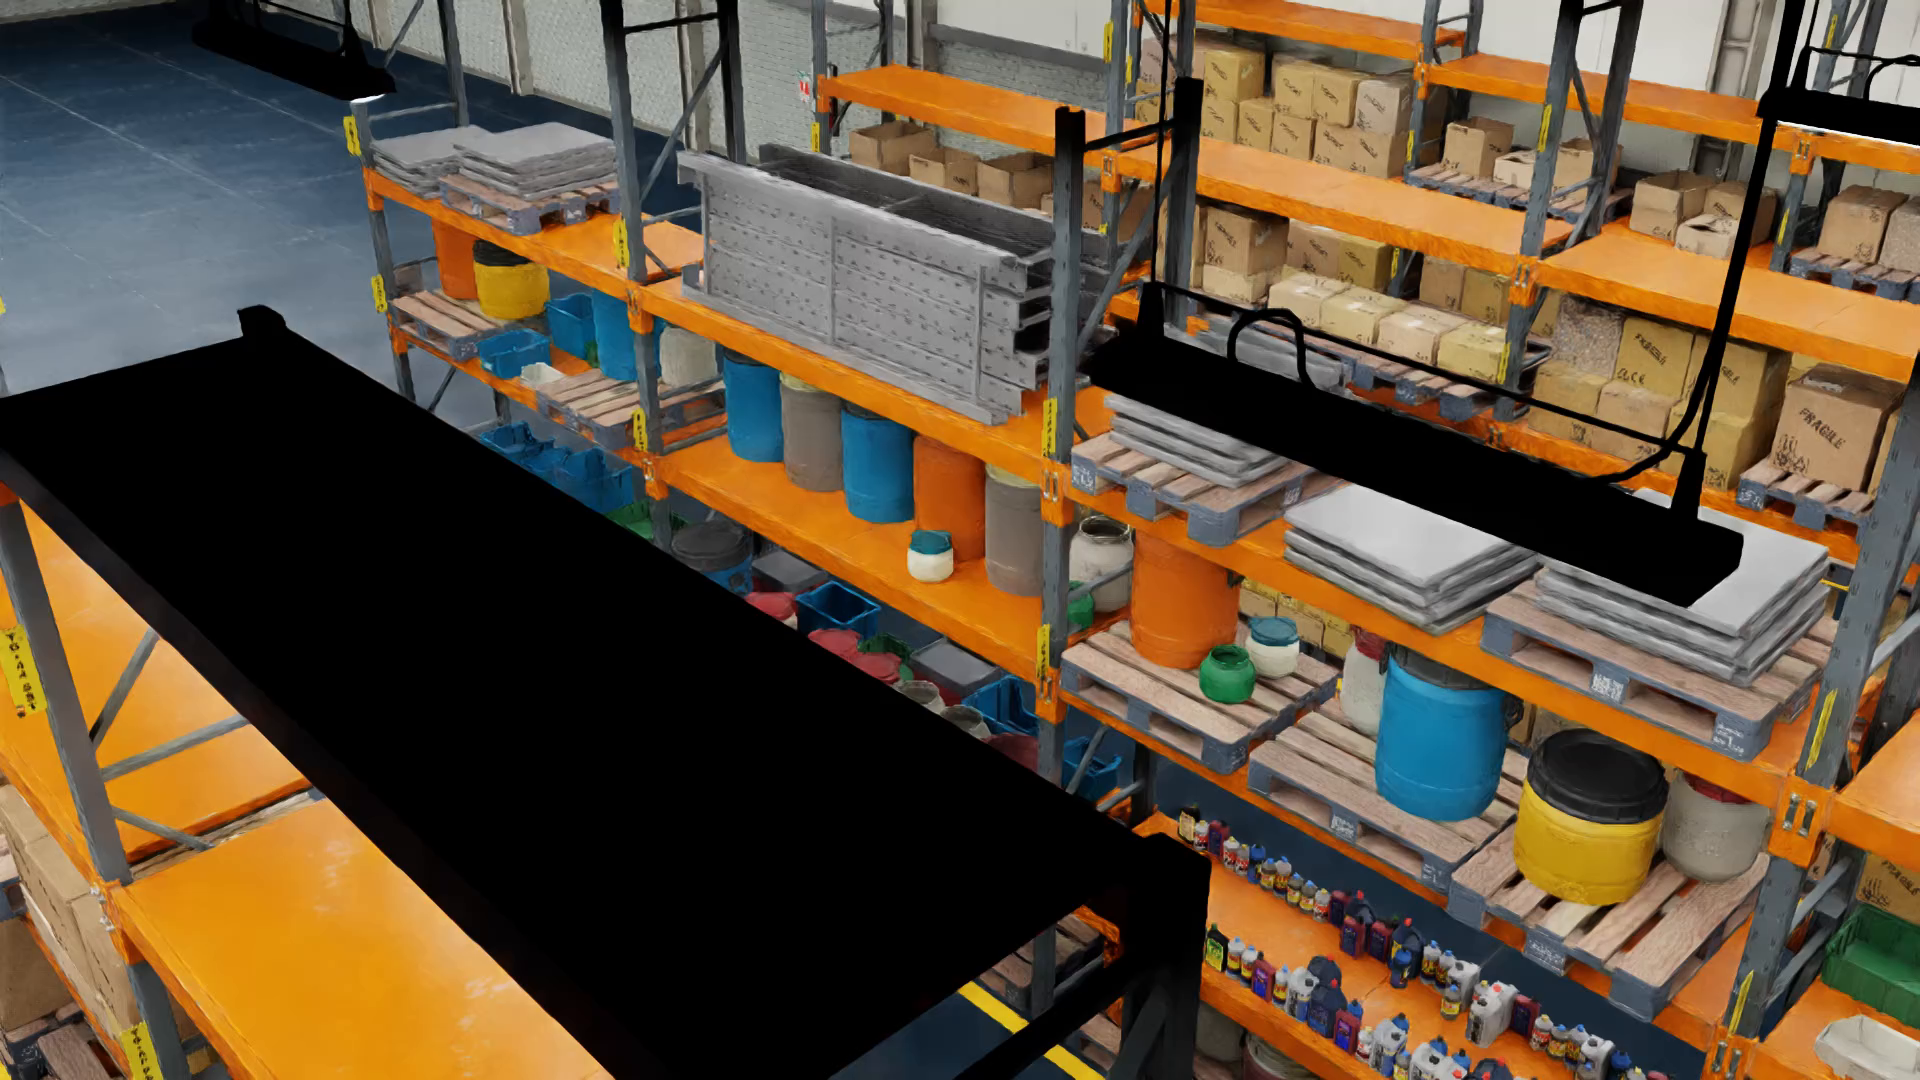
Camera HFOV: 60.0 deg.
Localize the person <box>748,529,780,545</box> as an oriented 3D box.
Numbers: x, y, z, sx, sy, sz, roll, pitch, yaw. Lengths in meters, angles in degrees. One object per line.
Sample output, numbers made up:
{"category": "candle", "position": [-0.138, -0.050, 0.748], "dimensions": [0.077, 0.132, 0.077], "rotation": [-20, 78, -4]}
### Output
{"category": "person", "position": [-1.886, -0.752, 16.494], "dimensions": [0.579, 1.658, 0.443], "rotation": [8, 29, 15]}
